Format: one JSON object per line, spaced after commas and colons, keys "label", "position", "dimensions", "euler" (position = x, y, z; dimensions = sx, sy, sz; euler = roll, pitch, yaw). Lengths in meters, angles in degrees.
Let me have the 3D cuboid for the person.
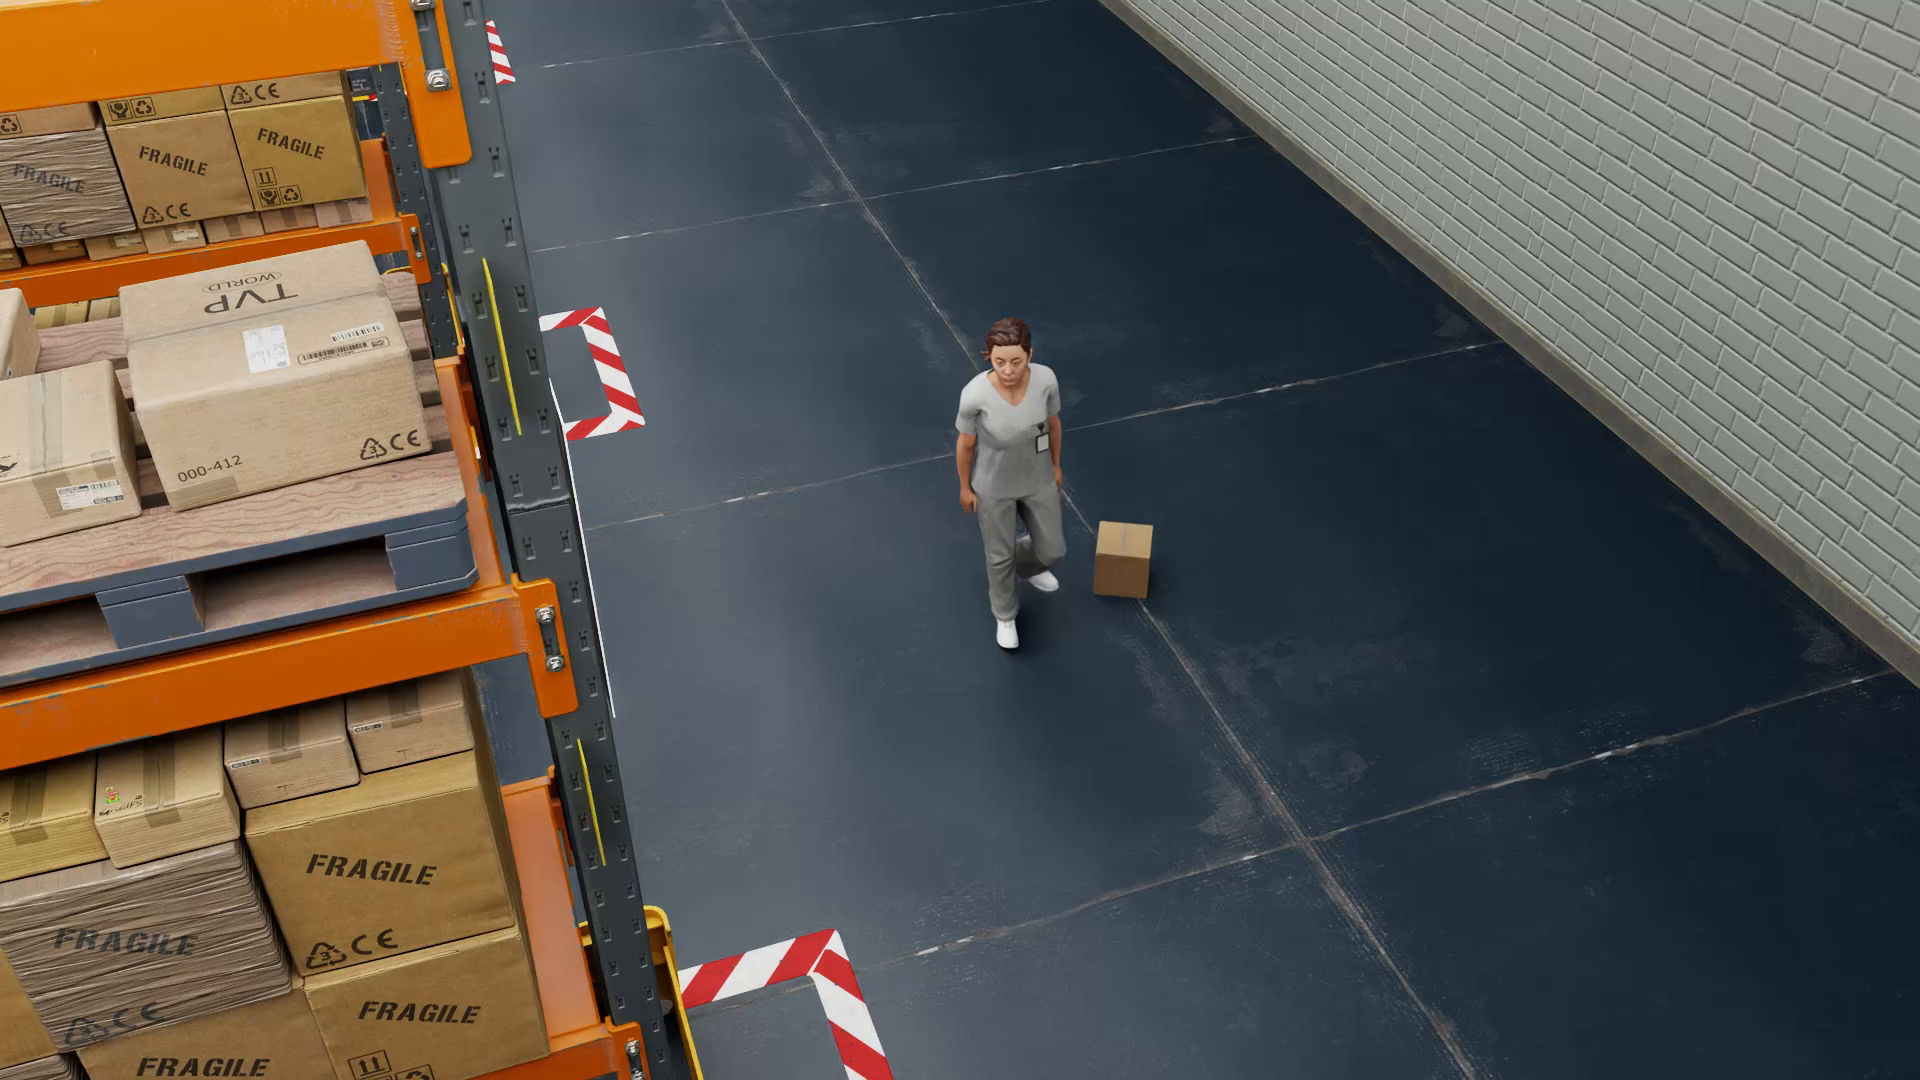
{"label": "person", "position": [0.220, -0.284, 7.148], "dimensions": [0.522, 1.665, 0.510], "euler": [-9, 39, -11]}
